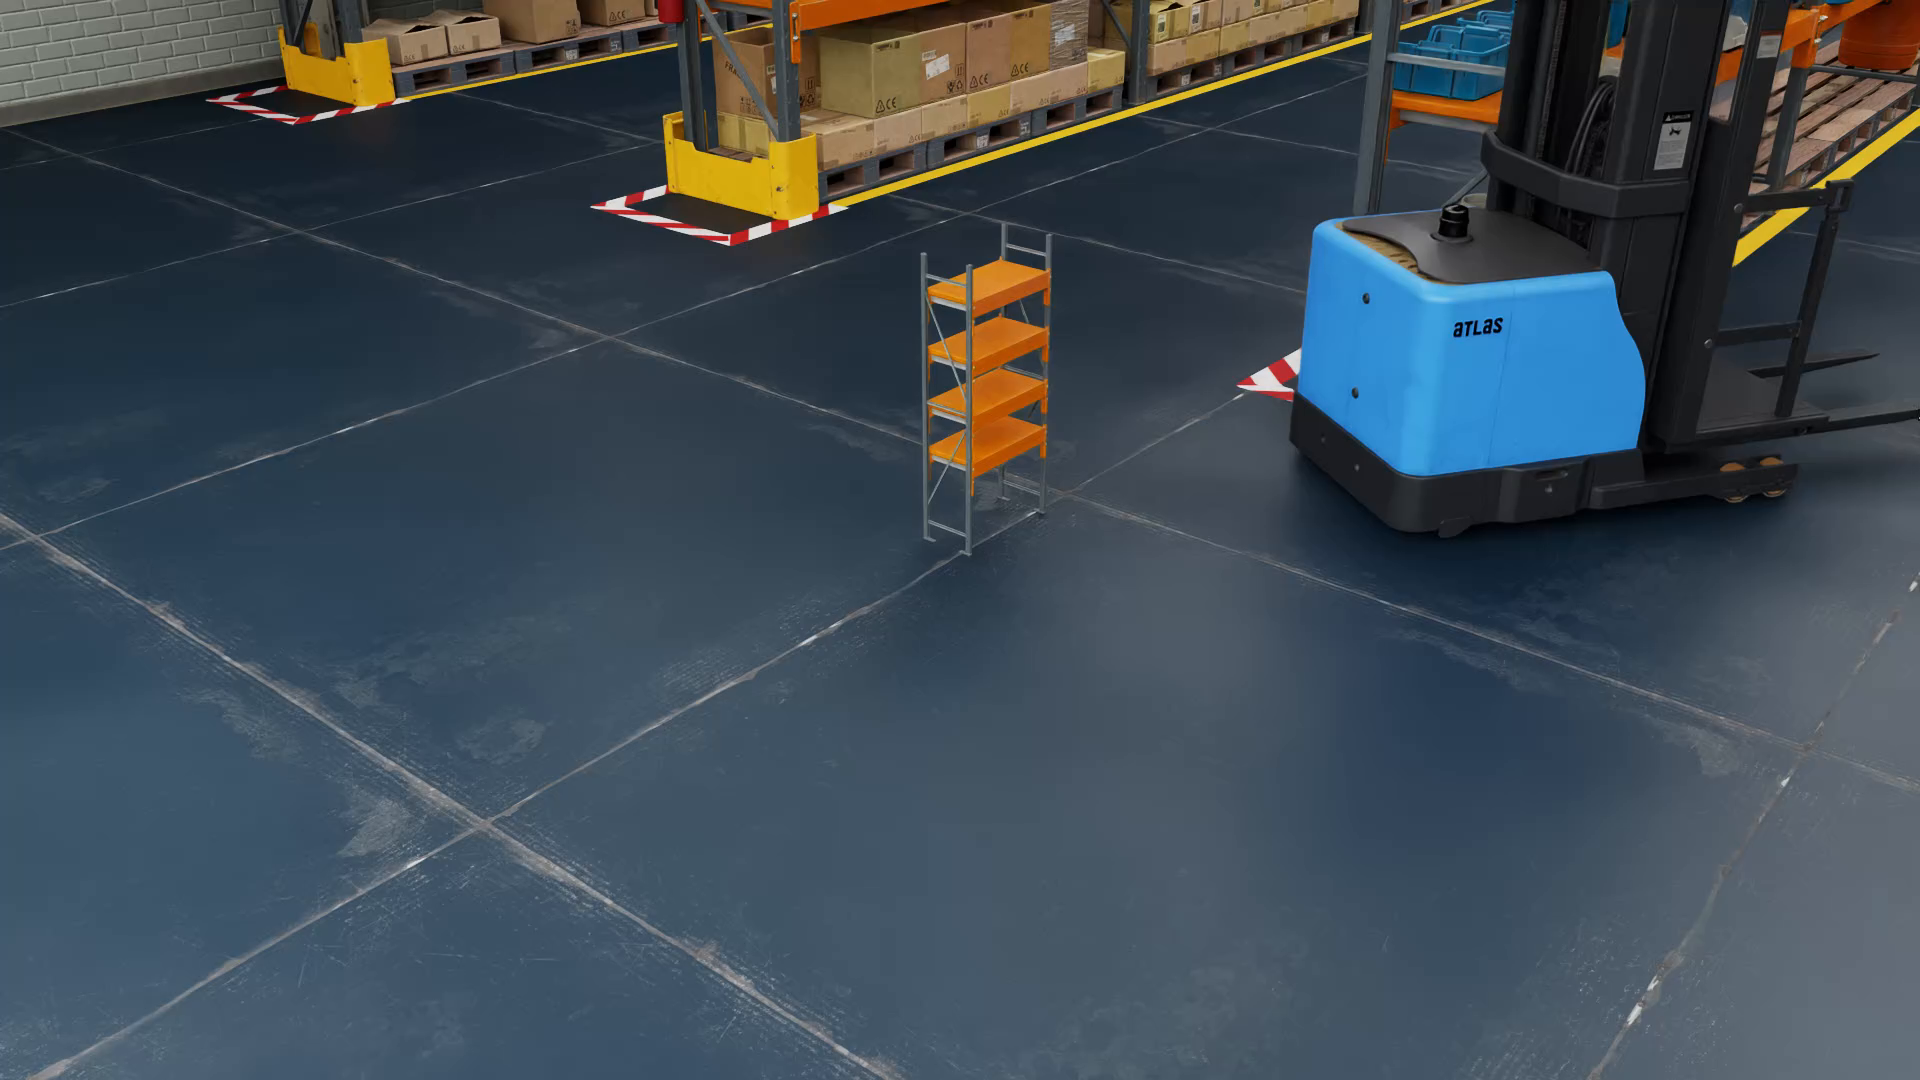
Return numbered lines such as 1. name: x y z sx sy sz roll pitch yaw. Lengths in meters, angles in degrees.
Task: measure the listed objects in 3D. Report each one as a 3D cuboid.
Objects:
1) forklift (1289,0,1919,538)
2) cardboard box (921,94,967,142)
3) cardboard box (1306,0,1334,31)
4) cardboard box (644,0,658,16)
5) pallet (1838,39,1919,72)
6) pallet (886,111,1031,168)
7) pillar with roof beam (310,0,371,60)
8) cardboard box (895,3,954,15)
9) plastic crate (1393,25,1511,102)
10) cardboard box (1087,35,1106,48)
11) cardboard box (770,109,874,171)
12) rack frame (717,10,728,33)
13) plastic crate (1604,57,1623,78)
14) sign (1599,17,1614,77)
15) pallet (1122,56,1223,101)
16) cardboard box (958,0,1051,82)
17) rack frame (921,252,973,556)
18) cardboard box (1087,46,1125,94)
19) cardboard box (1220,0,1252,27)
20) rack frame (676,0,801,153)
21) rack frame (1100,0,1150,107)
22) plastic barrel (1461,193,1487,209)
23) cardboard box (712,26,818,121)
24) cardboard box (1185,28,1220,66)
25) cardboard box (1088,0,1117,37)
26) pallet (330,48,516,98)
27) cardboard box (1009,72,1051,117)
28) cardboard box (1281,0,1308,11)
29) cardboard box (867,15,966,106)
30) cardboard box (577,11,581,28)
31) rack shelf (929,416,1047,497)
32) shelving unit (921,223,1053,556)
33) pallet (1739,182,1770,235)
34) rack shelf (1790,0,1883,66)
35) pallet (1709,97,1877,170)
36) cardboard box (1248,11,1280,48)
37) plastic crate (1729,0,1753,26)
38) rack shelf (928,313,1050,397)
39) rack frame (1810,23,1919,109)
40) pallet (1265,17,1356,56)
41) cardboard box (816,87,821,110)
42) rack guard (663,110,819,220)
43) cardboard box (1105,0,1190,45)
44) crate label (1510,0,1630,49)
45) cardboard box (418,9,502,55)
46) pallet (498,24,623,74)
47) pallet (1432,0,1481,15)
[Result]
1. forklift: 3.053 -1.683 6.814 3.031 2.935 1.130 -8 28 -15
2. cardboard box: -0.299 -3.070 11.956 0.500 0.250 0.500 21 34 34
3. cardboard box: 3.172 -4.984 15.656 0.500 0.250 0.500 20 34 34
4. cardboard box: -3.043 -5.228 16.195 0.380 0.166 0.250 16 31 28
5. pallet: 8.709 -4.496 15.210 1.003 0.211 1.213 21 34 34
6. pallet: -0.215 -3.100 12.512 1.003 0.211 1.213 21 34 34
7. pillar with roof beam: -2.170 -6.978 10.445 9.100 9.000 0.400 21 34 34
8. cardboard box: -0.390 -3.736 12.426 0.500 0.500 0.500 21 34 34
9. plastic crate: 2.462 -2.374 8.237 0.499 0.251 0.616 21 34 34
10. cardboard box: 1.139 -4.240 14.216 0.500 0.250 0.500 20 34 34
11. cardboard box: -0.932 -2.715 11.269 0.500 0.250 0.500 21 34 34
12. rack frame: -2.726 -6.489 16.029 1.000 3.000 0.127 21 34 34
13. plastic crate: 3.192 -2.282 8.183 0.298 0.136 0.250 21 34 34
14. sign: 2.796 -2.136 7.313 0.100 0.325 0.005 21 34 34
15. pallet: 1.538 -4.077 14.401 1.003 0.211 1.213 21 34 34
16. cardboard box: 0.331 -3.760 12.474 0.500 0.500 0.500 21 34 34
17. rack frame: -0.050 -0.505 6.421 0.240 1.200 0.015 21 34 34
18. cardboard box: 0.973 -3.780 13.327 0.500 0.250 0.500 21 34 34
19. cardboard box: 2.205 -4.690 14.477 0.500 0.311 0.500 19 33 33
20. rack frame: -1.445 -3.624 10.491 1.000 3.000 0.127 21 34 34
21. rack frame: 1.099 -5.043 13.233 1.000 3.000 0.127 21 34 34
22. plastic barrel: 2.734 -1.513 8.660 0.421 0.512 0.421 0 27 0
23. cardboard box: -1.334 -3.200 11.390 0.500 0.500 0.500 21 34 34
24. cardboard box: 1.873 -4.259 14.254 0.500 0.250 0.500 22 34 36
25. cardboard box: 1.136 -4.484 14.079 0.500 0.311 0.500 21 34 34
26. pallet: -4.677 -4.137 14.517 1.003 0.211 1.213 21 34 34
27. cardboard box: 0.341 -3.424 12.639 0.500 0.250 0.500 21 34 34
28. cardboard box: 2.852 -5.053 15.178 0.500 0.311 0.500 20 34 34
29. cardboard box: -0.308 -3.407 11.790 0.500 0.500 0.500 21 34 34
30. cardboard box: -3.758 -4.857 15.498 0.380 0.149 0.250 18 32 30
31. rack shelf: 0.105 -0.355 6.710 0.258 0.148 0.480 21 34 34
32. shelving unit: 0.105 -0.592 6.588 0.258 1.200 0.503 21 34 34
33. pallet: 4.460 -2.129 10.636 1.003 0.211 1.213 21 34 34
34. rack shelf: 6.191 -3.983 11.968 1.077 0.370 4.000 21 34 34
35. pallet: 6.164 -3.079 12.473 1.003 0.211 1.213 21 34 34
36. cardboard box: 2.525 -4.624 14.959 0.500 0.250 0.500 22 34 35
37. plastic crate: 4.425 -3.056 9.554 0.499 0.251 0.616 21 34 34
38. rack shelf: 0.105 -0.731 6.516 0.258 0.148 0.480 21 34 34
39. rack frame: 7.463 -5.012 13.173 1.000 3.000 0.127 21 34 34
40. pallet: 3.090 -4.942 16.073 1.003 0.211 1.213 21 34 34
41. cardboard box: -1.023 -3.047 11.911 0.500 0.250 0.500 21 34 34
42. rack guard: -1.460 -2.506 11.049 1.175 0.500 0.348 21 34 34
43. cardboard box: 1.554 -4.331 13.782 0.500 0.311 0.500 21 34 35
44. crate label: 3.337 -2.923 9.097 0.502 0.435 0.616 21 34 34
45. cardboard box: -4.398 -4.493 14.618 0.500 0.311 0.500 24 36 38
46. pallet: -3.901 -4.568 15.350 1.003 0.211 1.213 21 34 34
47. pallet: 4.924 -5.906 17.938 1.003 0.211 1.213 21 34 34
